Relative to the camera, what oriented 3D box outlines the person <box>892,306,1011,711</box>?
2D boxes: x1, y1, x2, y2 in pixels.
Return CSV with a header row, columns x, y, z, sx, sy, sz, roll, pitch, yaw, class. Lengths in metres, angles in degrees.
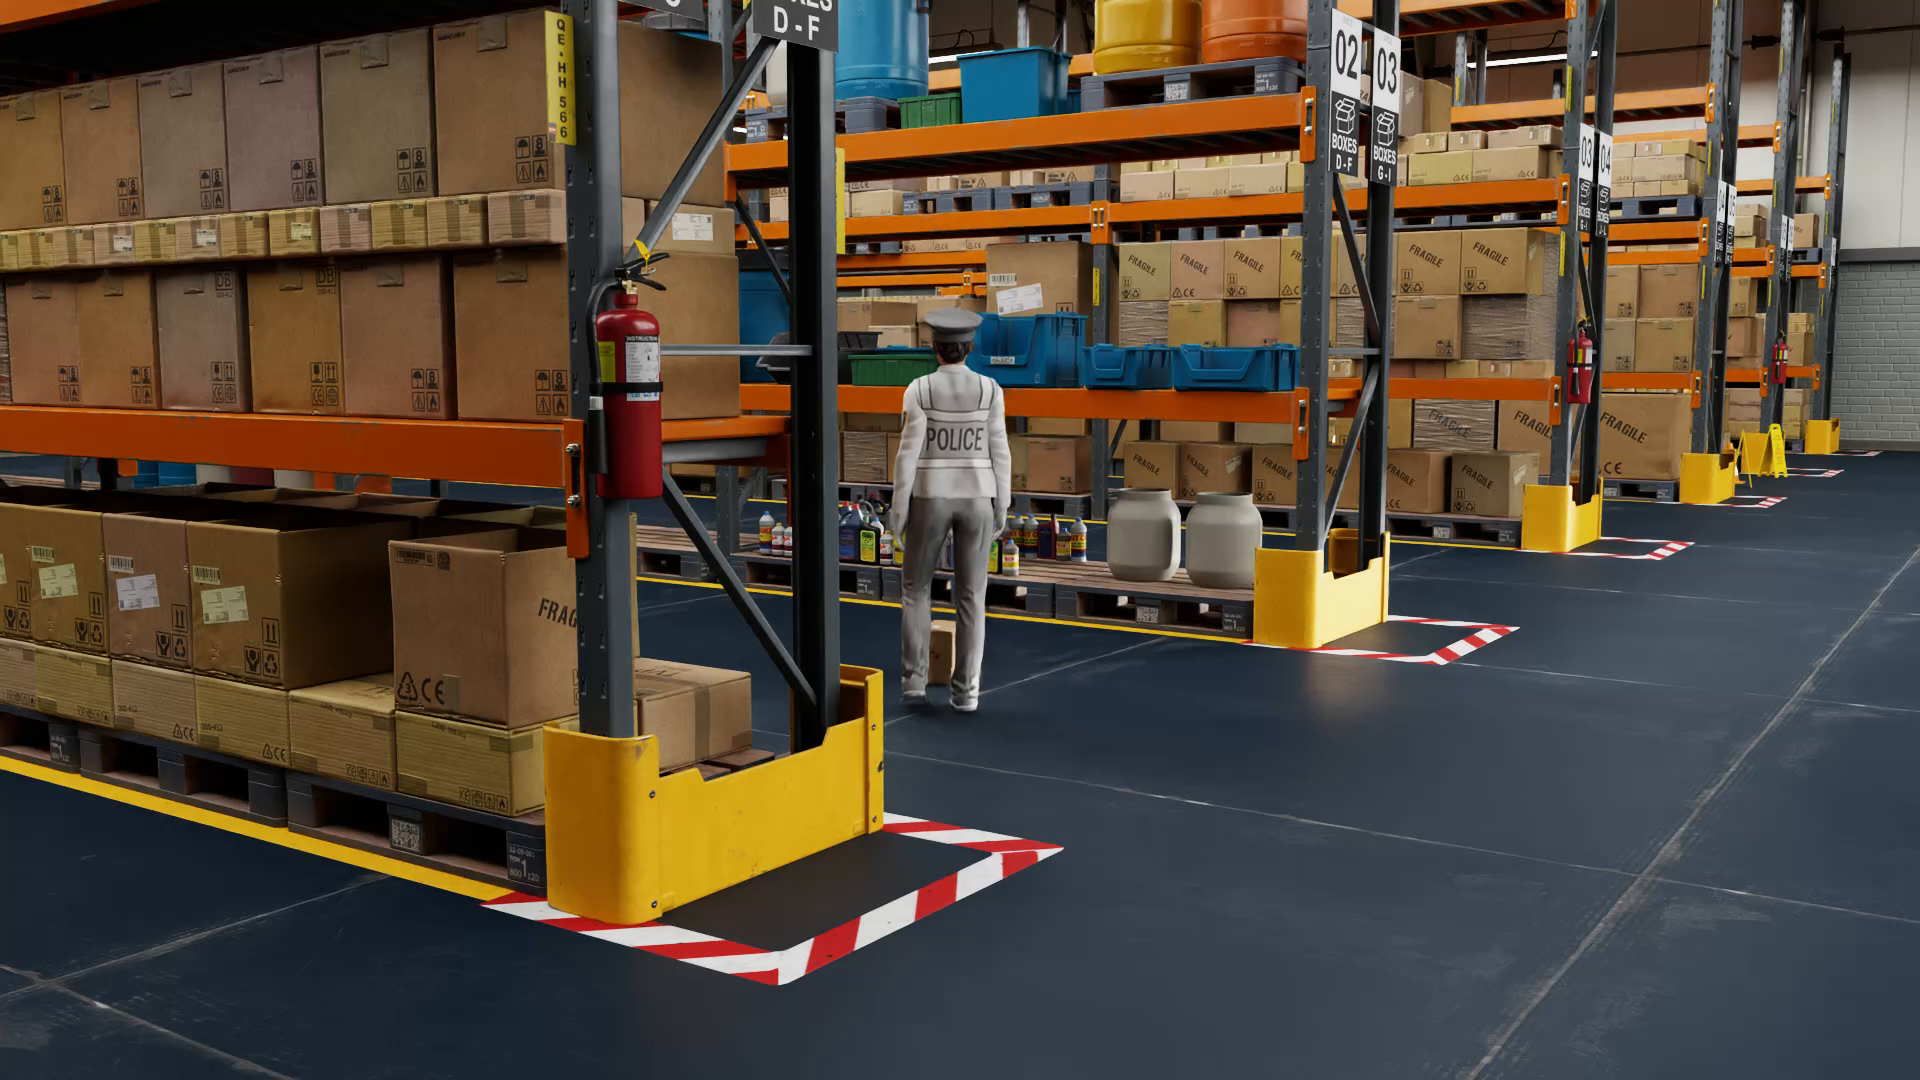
x,y,z,sx,sy,sz,roll,pitch,yaw,class
-0.034,-0.123,6.937,0.511,1.692,0.353,-1,6,-5,person
